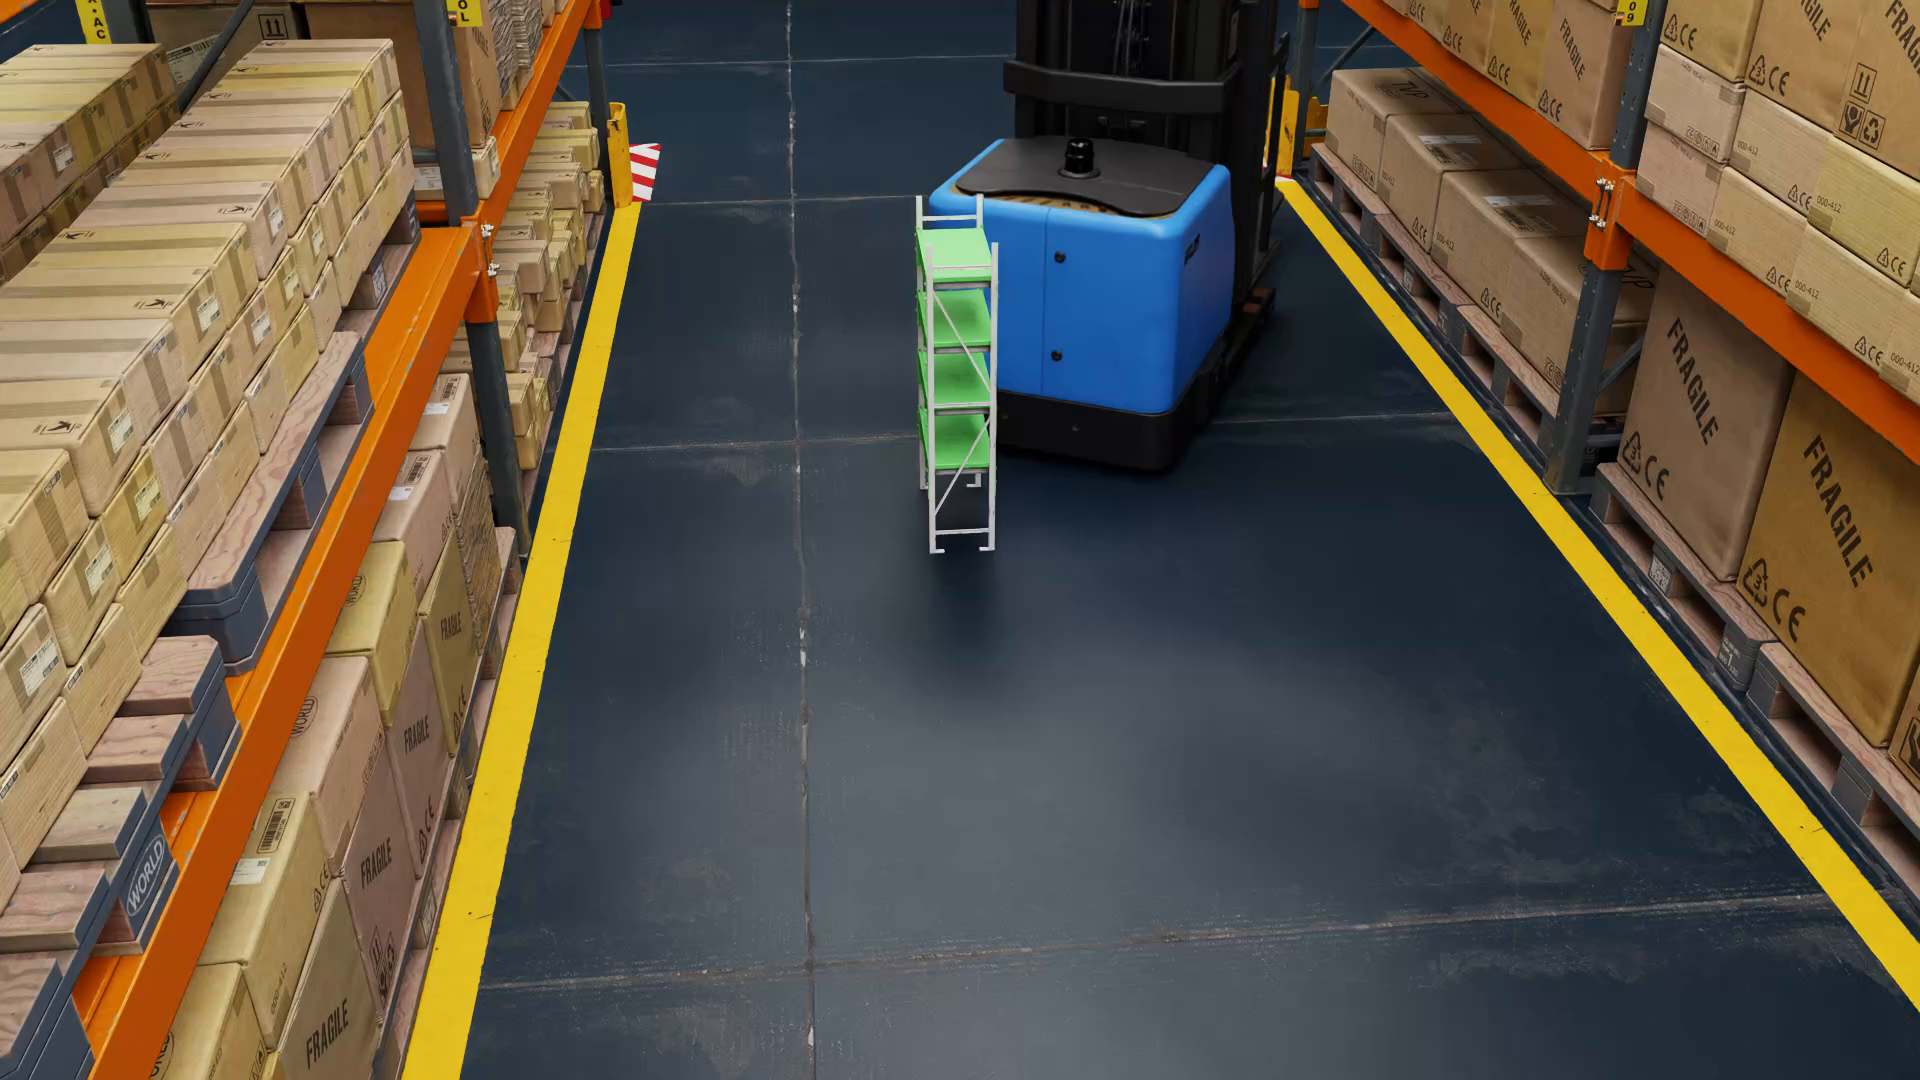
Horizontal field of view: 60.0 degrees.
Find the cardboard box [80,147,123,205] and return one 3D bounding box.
[{"bbox_3d":[-2.466,-0.934,4.434,0.380,0.149,0.250,-2,31,-3],"label":"cardboard box"}]

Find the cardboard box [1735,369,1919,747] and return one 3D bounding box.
[{"bbox_3d":[3.053,-0.004,4.995,0.875,0.875,0.875,-2,31,-3],"label":"cardboard box"}]

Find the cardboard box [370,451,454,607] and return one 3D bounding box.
[{"bbox_3d":[-1.740,-0.019,4.653,0.500,0.250,0.500,-1,31,-2],"label":"cardboard box"}]

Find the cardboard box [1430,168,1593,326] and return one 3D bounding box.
[{"bbox_3d":[2.787,-1.373,7.712,0.875,0.438,0.875,-4,31,-6],"label":"cardboard box"}]

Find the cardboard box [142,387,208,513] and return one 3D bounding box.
[{"bbox_3d":[-1.669,-0.166,3.148,0.380,0.149,0.250,-3,31,-5],"label":"cardboard box"}]

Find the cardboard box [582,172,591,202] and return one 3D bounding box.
[{"bbox_3d":[-2.086,-1.826,8.463,0.380,0.149,0.250,-4,31,-7],"label":"cardboard box"}]

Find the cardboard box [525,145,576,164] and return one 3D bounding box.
[{"bbox_3d":[-2.090,-1.824,8.170,0.380,0.149,0.250,-4,31,-7],"label":"cardboard box"}]

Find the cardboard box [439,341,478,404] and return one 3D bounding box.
[{"bbox_3d":[-1.922,-0.619,6.151,0.380,0.149,0.250,-2,31,-3],"label":"cardboard box"}]

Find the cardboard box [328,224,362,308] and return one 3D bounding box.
[{"bbox_3d":[-1.792,-0.712,4.353,0.380,0.149,0.250,-4,31,-7],"label":"cardboard box"}]

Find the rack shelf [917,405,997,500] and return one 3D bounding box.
[{"bbox_3d":[-0.015,-0.339,6.240,0.258,0.148,0.480,-3,31,-5],"label":"rack shelf"}]

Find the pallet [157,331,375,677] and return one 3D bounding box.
[{"bbox_3d":[-1.948,-0.105,3.688,1.003,0.211,1.213,-3,31,-5],"label":"pallet"}]

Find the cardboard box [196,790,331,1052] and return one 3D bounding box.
[{"bbox_3d":[-1.593,0.770,3.333,0.500,0.250,0.500,-3,31,-5],"label":"cardboard box"}]

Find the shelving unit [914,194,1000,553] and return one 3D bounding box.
[{"bbox_3d":[-0.015,-0.600,6.084,0.258,1.200,0.503,-3,31,-5],"label":"shelving unit"}]

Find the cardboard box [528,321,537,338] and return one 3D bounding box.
[{"bbox_3d":[-2.043,-0.902,7.205,0.380,0.149,0.250,-4,31,-7],"label":"cardboard box"}]

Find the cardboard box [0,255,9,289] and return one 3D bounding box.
[{"bbox_3d":[-2.389,-0.528,3.755,0.380,0.149,0.250,-3,31,-5],"label":"cardboard box"}]

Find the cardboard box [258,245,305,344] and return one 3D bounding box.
[{"bbox_3d":[-1.735,-0.555,3.799,0.380,0.149,0.250,-3,31,-4],"label":"cardboard box"}]

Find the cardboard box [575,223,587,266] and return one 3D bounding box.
[{"bbox_3d":[-2.027,-1.443,8.111,0.380,0.149,0.250,-4,31,-7],"label":"cardboard box"}]

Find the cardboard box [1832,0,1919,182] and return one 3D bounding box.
[{"bbox_3d":[2.698,-1.229,4.310,0.500,0.500,0.500,-3,31,-6],"label":"cardboard box"}]

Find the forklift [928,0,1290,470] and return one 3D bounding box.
[{"bbox_3d":[0.873,-2.279,7.206,1.130,2.935,3.031,11,33,18],"label":"forklift"}]

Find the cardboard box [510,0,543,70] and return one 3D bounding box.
[{"bbox_3d":[-1.956,-2.168,6.566,0.500,0.500,0.500,-3,31,-6],"label":"cardboard box"}]

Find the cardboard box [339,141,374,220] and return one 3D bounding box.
[{"bbox_3d":[-1.816,-0.966,4.488,0.380,0.149,0.250,-1,31,-2],"label":"cardboard box"}]

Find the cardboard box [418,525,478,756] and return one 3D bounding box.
[{"bbox_3d":[-1.728,0.300,4.851,0.500,0.500,0.500,-3,31,-6],"label":"cardboard box"}]

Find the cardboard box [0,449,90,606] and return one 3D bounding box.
[{"bbox_3d":[-1.619,-0.014,2.604,0.380,0.149,0.250,-3,31,-5],"label":"cardboard box"}]

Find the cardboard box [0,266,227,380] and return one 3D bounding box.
[{"bbox_3d":[-1.697,-0.423,3.288,0.380,0.149,0.250,-2,31,-3],"label":"cardboard box"}]

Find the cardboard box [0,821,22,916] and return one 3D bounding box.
[{"bbox_3d":[-1.563,0.511,2.305,0.380,0.149,0.250,-3,31,-5],"label":"cardboard box"}]

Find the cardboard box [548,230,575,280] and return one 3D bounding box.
[{"bbox_3d":[-1.966,-1.291,7.567,0.380,0.149,0.250,-2,31,-4],"label":"cardboard box"}]

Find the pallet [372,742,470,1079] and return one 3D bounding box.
[{"bbox_3d":[-1.904,0.998,4.373,1.003,0.211,1.213,-3,31,-5],"label":"pallet"}]

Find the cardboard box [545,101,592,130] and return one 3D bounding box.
[{"bbox_3d":[-2.168,-2.217,8.827,0.380,0.149,0.250,-2,31,-4],"label":"cardboard box"}]

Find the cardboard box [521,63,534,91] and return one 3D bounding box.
[{"bbox_3d":[-1.968,-1.943,6.823,0.380,0.149,0.250,-1,31,-2],"label":"cardboard box"}]

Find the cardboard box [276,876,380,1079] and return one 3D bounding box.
[{"bbox_3d":[-1.585,1.084,3.538,0.500,0.500,0.500,-2,31,-4],"label":"cardboard box"}]

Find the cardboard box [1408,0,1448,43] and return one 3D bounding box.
[{"bbox_3d":[2.376,-2.564,7.519,0.500,0.500,0.500,-2,31,-3],"label":"cardboard box"}]

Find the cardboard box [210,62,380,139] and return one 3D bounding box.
[{"bbox_3d":[-1.838,-1.216,4.616,0.380,0.149,0.250,-4,31,-6],"label":"cardboard box"}]

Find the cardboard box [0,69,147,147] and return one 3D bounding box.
[{"bbox_3d":[-2.485,-1.184,4.562,0.380,0.149,0.250,-2,31,-3],"label":"cardboard box"}]

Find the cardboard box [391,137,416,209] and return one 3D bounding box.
[{"bbox_3d":[-1.862,-1.100,5.002,0.380,0.149,0.250,-3,31,-6],"label":"cardboard box"}]

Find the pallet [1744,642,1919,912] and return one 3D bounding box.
[{"bbox_3d":[3.087,0.702,4.869,1.003,0.211,1.213,-3,31,-5],"label":"pallet"}]

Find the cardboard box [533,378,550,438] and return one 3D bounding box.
[{"bbox_3d":[-1.835,-0.514,6.557,0.380,0.149,0.250,-2,31,-3],"label":"cardboard box"}]

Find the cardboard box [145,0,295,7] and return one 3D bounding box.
[{"bbox_3d":[-2.409,-2.048,5.391,0.500,0.500,0.500,-4,31,-6],"label":"cardboard box"}]

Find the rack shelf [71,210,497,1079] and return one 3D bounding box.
[{"bbox_3d":[-1.909,0.109,3.844,1.077,0.370,4.000,-3,31,-5],"label":"rack shelf"}]

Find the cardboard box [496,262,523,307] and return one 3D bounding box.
[{"bbox_3d":[-2.008,-1.021,6.824,0.380,0.149,0.250,-4,31,-6],"label":"cardboard box"}]

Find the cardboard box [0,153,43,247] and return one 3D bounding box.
[{"bbox_3d":[-2.418,-0.794,3.910,0.380,0.149,0.250,-3,31,-5],"label":"cardboard box"}]

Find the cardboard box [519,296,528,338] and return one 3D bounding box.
[{"bbox_3d":[-2.005,-0.891,6.897,0.380,0.149,0.250,-4,31,-7],"label":"cardboard box"}]

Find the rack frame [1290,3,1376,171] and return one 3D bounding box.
[{"bbox_3d":[2.449,-3.552,9.271,1.000,3.000,0.127,-3,31,-5],"label":"rack frame"}]

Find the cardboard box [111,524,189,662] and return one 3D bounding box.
[{"bbox_3d":[-1.640,0.098,2.996,0.380,0.149,0.250,-1,31,-2],"label":"cardboard box"}]

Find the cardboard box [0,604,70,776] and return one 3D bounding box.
[{"bbox_3d":[-1.595,0.226,2.491,0.380,0.149,0.250,-1,31,-2],"label":"cardboard box"}]

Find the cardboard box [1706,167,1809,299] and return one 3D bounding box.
[{"bbox_3d":[2.651,-0.944,5.051,0.500,0.250,0.500,-3,31,-6],"label":"cardboard box"}]

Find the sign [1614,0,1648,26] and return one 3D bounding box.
[{"bbox_3d":[2.271,-1.888,5.564,0.100,0.325,0.005,-3,31,-5],"label":"sign"}]

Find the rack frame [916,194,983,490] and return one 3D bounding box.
[{"bbox_3d":[-0.038,-0.724,6.292,0.240,1.200,0.015,-3,31,-5],"label":"rack frame"}]

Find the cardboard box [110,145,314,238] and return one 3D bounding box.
[{"bbox_3d":[-1.771,-0.824,3.960,0.380,0.149,0.250,-4,31,-6],"label":"cardboard box"}]

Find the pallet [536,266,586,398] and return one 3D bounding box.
[{"bbox_3d":[-2.311,-0.989,7.700,1.003,0.211,1.213,-3,31,-5],"label":"pallet"}]

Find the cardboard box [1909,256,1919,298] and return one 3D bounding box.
[{"bbox_3d":[2.730,-0.640,4.055,0.500,0.250,0.500,-4,31,-6],"label":"cardboard box"}]

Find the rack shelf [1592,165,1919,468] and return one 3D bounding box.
[{"bbox_3d":[3.010,-0.180,4.327,1.077,0.370,4.000,-3,31,-5],"label":"rack shelf"}]

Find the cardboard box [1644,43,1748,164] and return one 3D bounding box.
[{"bbox_3d":[2.584,-1.422,5.364,0.500,0.250,0.500,-4,31,-6],"label":"cardboard box"}]

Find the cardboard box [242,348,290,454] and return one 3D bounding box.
[{"bbox_3d":[-1.712,-0.299,3.661,0.380,0.149,0.250,-4,31,-6],"label":"cardboard box"}]

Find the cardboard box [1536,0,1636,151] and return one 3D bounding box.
[{"bbox_3d":[2.525,-1.777,6.203,0.500,0.500,0.500,-2,31,-4],"label":"cardboard box"}]

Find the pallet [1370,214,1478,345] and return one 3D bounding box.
[{"bbox_3d":[2.713,-1.329,8.269,1.003,0.211,1.213,-3,31,-5],"label":"pallet"}]

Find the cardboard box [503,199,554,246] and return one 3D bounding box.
[{"bbox_3d":[-2.042,-1.418,7.489,0.380,0.149,0.250,-3,31,-4],"label":"cardboard box"}]

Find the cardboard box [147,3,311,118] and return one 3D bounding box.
[{"bbox_3d":[-2.422,-1.625,5.658,0.500,0.500,0.500,-3,31,-5],"label":"cardboard box"}]
